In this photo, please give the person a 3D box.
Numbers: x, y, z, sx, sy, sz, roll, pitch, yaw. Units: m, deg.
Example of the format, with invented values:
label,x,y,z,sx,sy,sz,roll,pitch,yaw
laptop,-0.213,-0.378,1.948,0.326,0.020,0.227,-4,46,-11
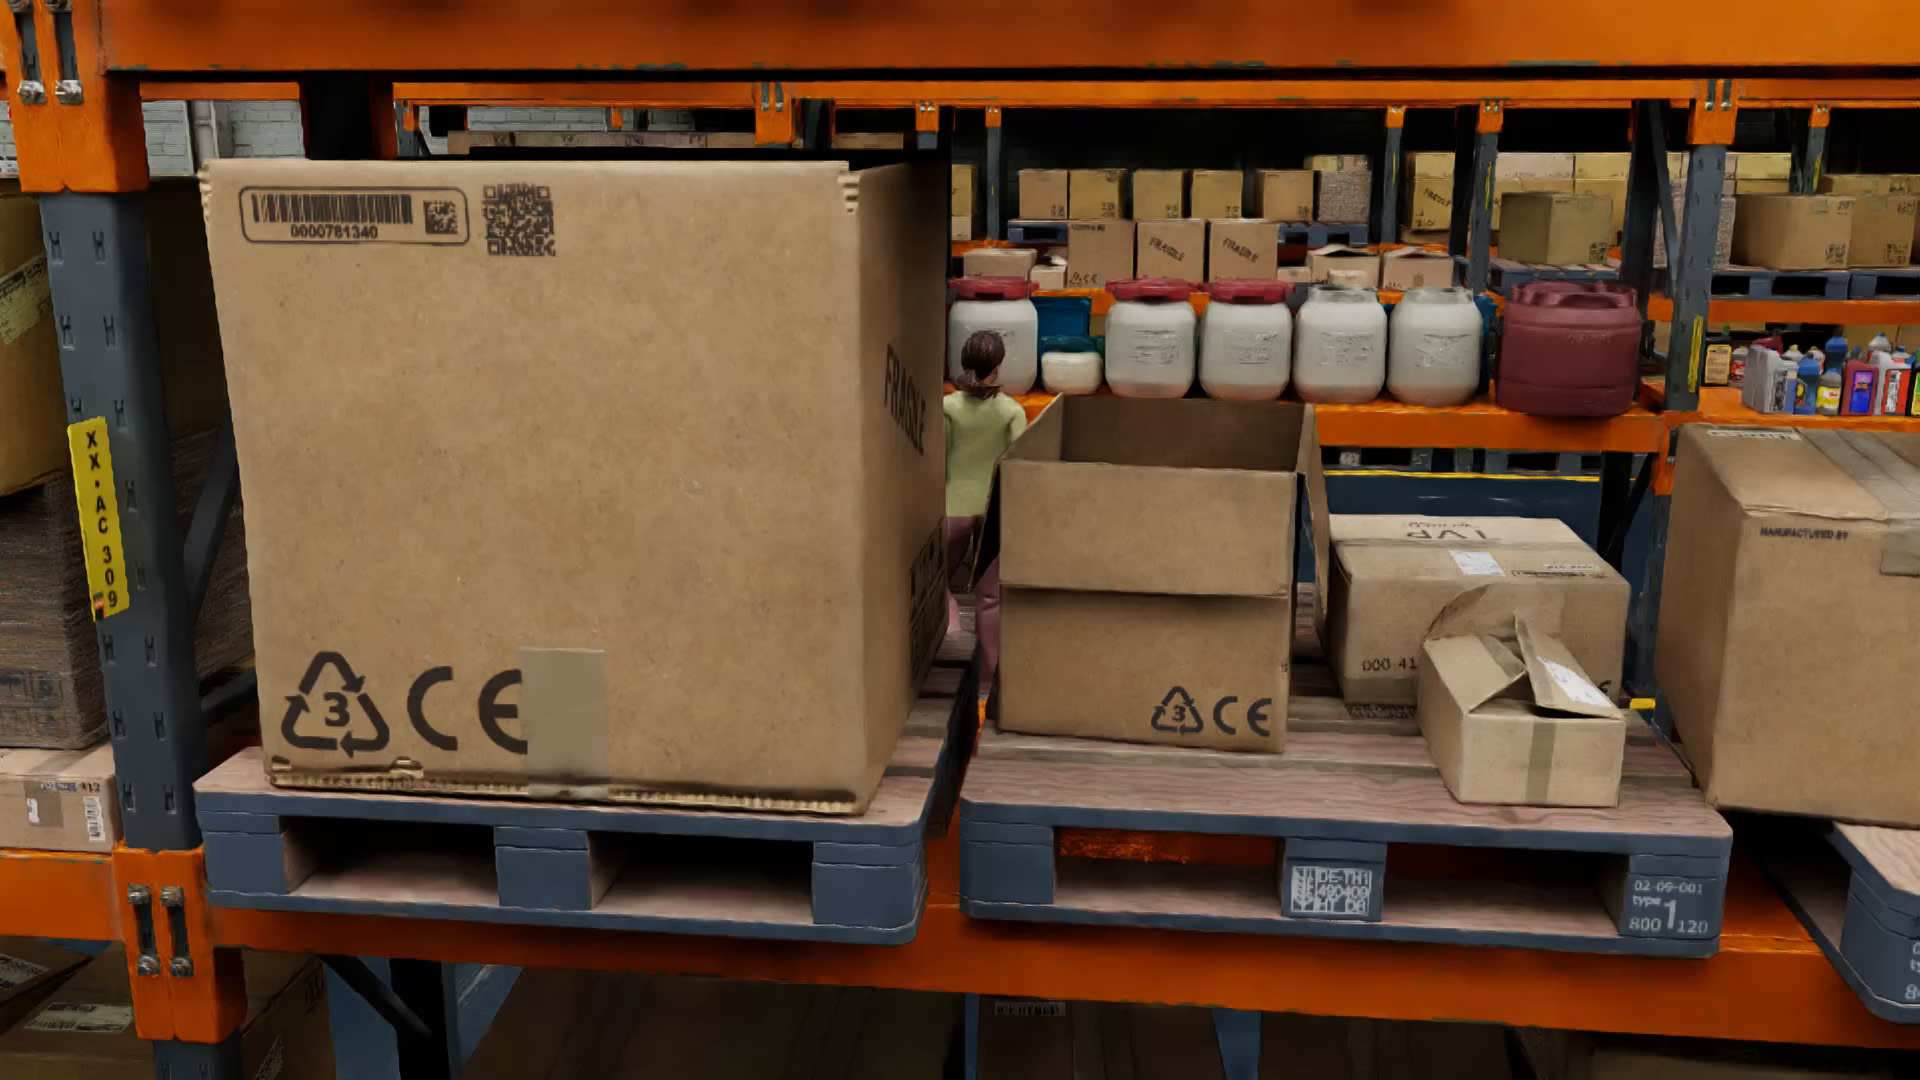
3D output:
label,x,y,z,sx,sy,sz,roll,pitch,yaw
person,0.059,-0.061,7.238,0.489,1.655,0.468,-1,14,-4
